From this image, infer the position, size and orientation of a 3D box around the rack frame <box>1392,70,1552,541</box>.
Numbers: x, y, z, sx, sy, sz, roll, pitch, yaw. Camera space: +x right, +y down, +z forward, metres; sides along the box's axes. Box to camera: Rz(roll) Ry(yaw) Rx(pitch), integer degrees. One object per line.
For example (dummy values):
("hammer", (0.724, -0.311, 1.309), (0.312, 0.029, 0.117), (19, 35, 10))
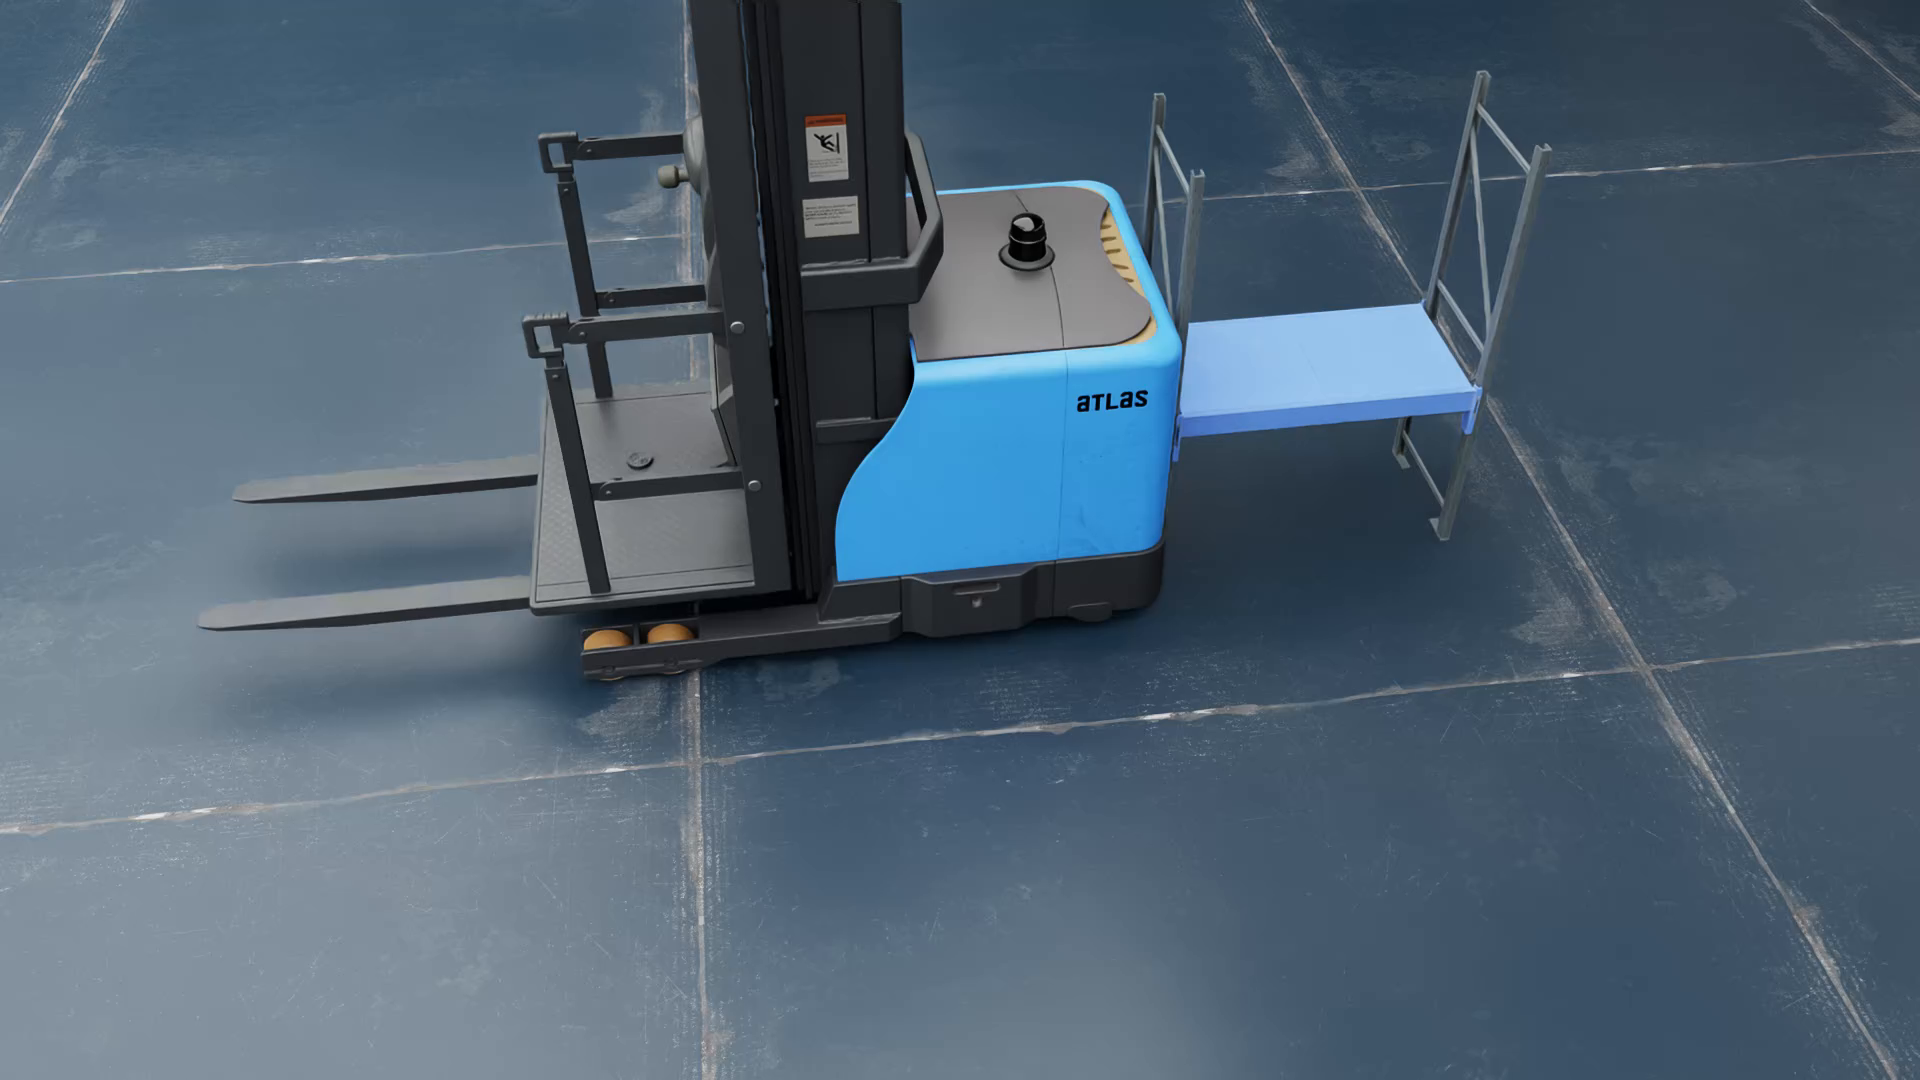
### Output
("rack frame", (1.639, -0.719, 5.428), (0.032, 1.500, 0.500), (-6, 42, -6))

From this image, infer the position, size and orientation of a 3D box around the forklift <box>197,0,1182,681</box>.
("forklift", (-0.901, -1.024, 4.697), (3.031, 2.935, 1.130), (-6, 42, -6))

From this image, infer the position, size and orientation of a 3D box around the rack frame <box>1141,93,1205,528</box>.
("rack frame", (0.633, -0.621, 5.318), (0.032, 1.500, 0.500), (-6, 42, -6))

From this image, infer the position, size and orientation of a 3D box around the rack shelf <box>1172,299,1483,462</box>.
("rack shelf", (1.136, -0.536, 5.493), (1.000, 0.185, 0.538), (-6, 42, -6))

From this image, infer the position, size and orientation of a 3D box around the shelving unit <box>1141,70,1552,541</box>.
("shelving unit", (1.136, -0.670, 5.373), (1.048, 1.500, 0.538), (-6, 42, -6))
